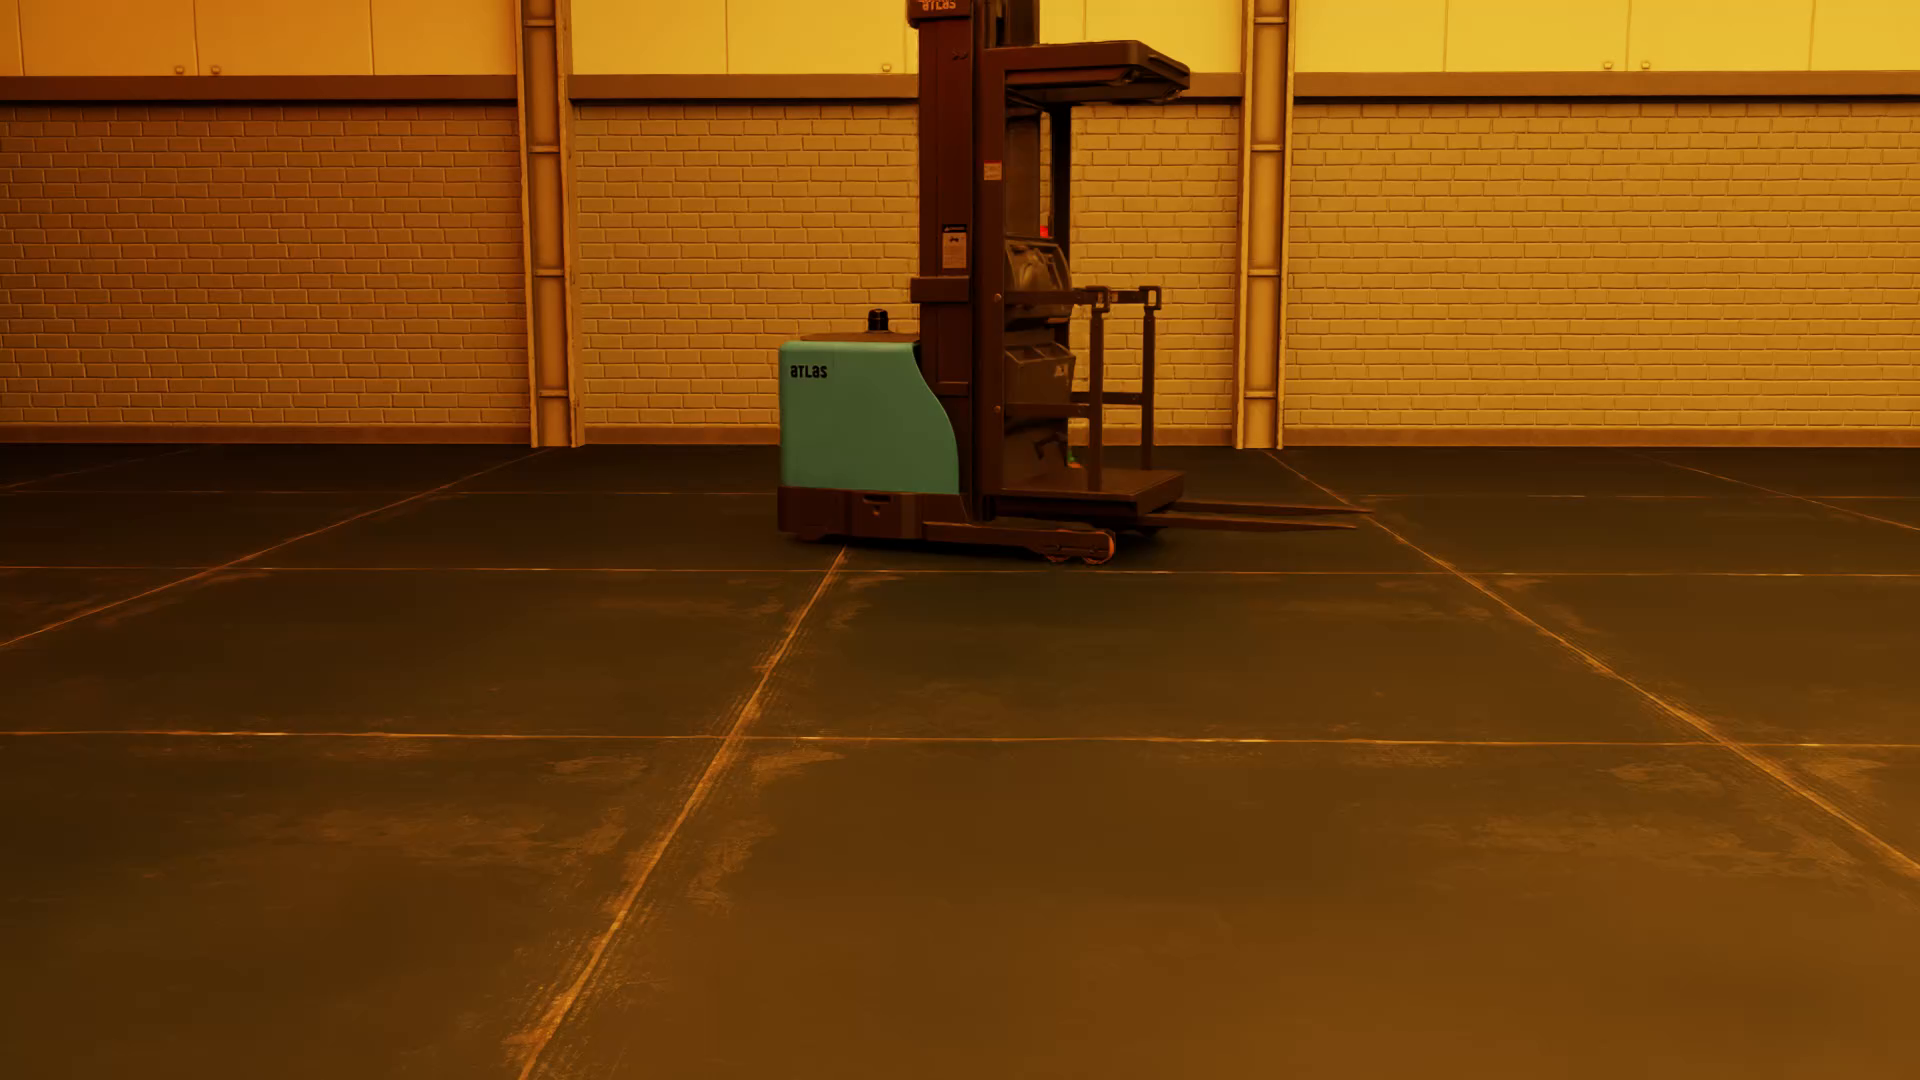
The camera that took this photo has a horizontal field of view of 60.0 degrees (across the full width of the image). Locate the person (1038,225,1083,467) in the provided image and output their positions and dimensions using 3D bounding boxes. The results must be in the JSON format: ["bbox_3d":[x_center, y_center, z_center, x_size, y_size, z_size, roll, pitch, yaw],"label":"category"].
[{"bbox_3d":[0.695,-1.383,12.090,0.566,1.787,0.638,0,9,1],"label":"person"}]

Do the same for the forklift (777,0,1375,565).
[{"bbox_3d":[0.596,-1.417,8.573,3.031,2.935,1.130,3,9,21],"label":"forklift"}]
